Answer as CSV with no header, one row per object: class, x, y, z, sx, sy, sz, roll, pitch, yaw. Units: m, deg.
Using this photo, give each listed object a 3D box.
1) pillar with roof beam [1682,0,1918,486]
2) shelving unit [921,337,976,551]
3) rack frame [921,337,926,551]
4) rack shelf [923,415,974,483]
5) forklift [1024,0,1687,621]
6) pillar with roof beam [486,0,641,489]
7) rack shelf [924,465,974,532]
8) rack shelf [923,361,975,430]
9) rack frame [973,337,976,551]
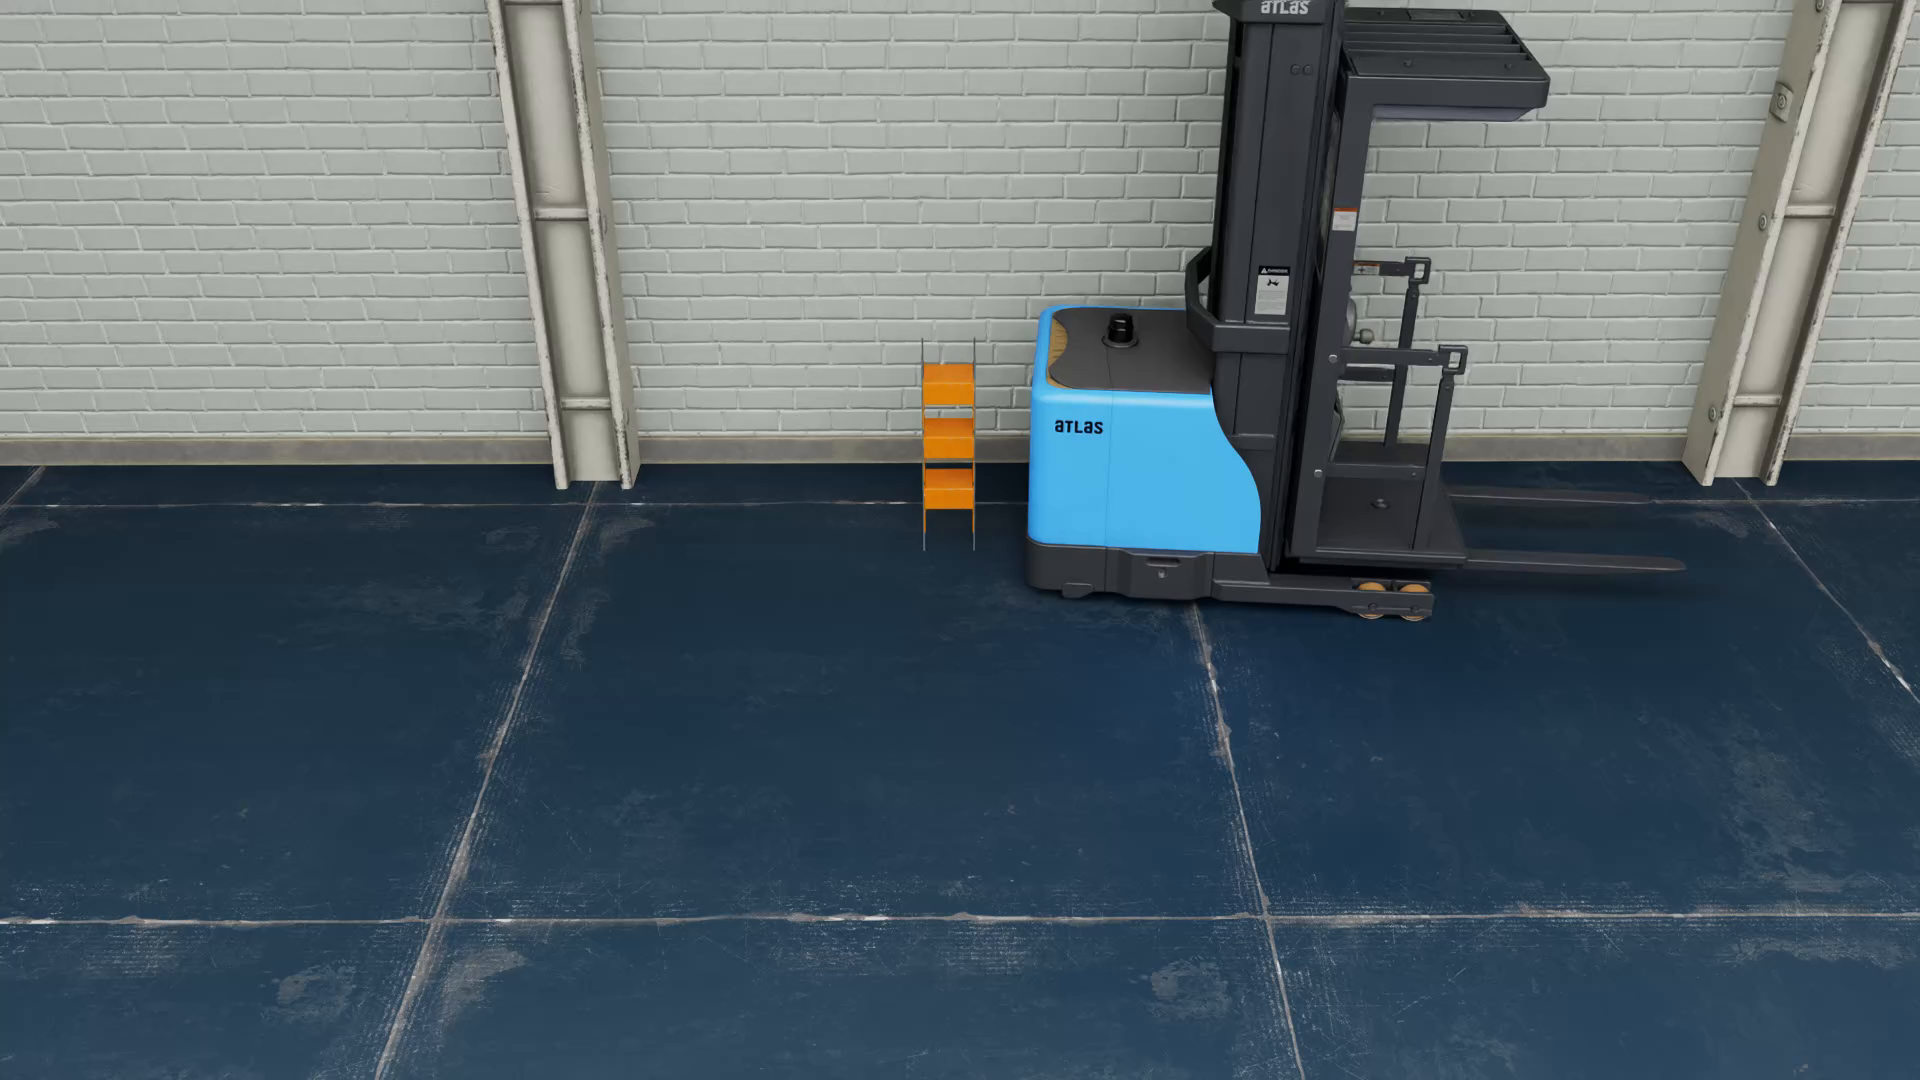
pillar with roof beam,4.112,-1.981,2.839,0.400,9.000,9.100,0,31,0
shelving unit,-0.054,-0.449,7.977,0.252,1.050,0.215,0,31,0
rack frame,-0.176,-0.448,7.977,0.008,1.050,0.200,0,31,0
rack shelf,-0.054,-0.440,7.983,0.240,0.259,0.215,0,31,0
forklift,1.847,-1.171,7.354,3.031,2.935,1.130,3,31,4
pillar with roof beam,-1.887,-1.962,2.809,0.400,9.000,9.100,0,31,0
rack shelf,-0.054,-0.202,8.127,0.240,0.259,0.215,0,31,0
rack shelf,-0.054,-0.682,7.836,0.240,0.259,0.215,0,31,0
rack frame,0.068,-0.449,7.978,0.008,1.050,0.200,0,31,0
